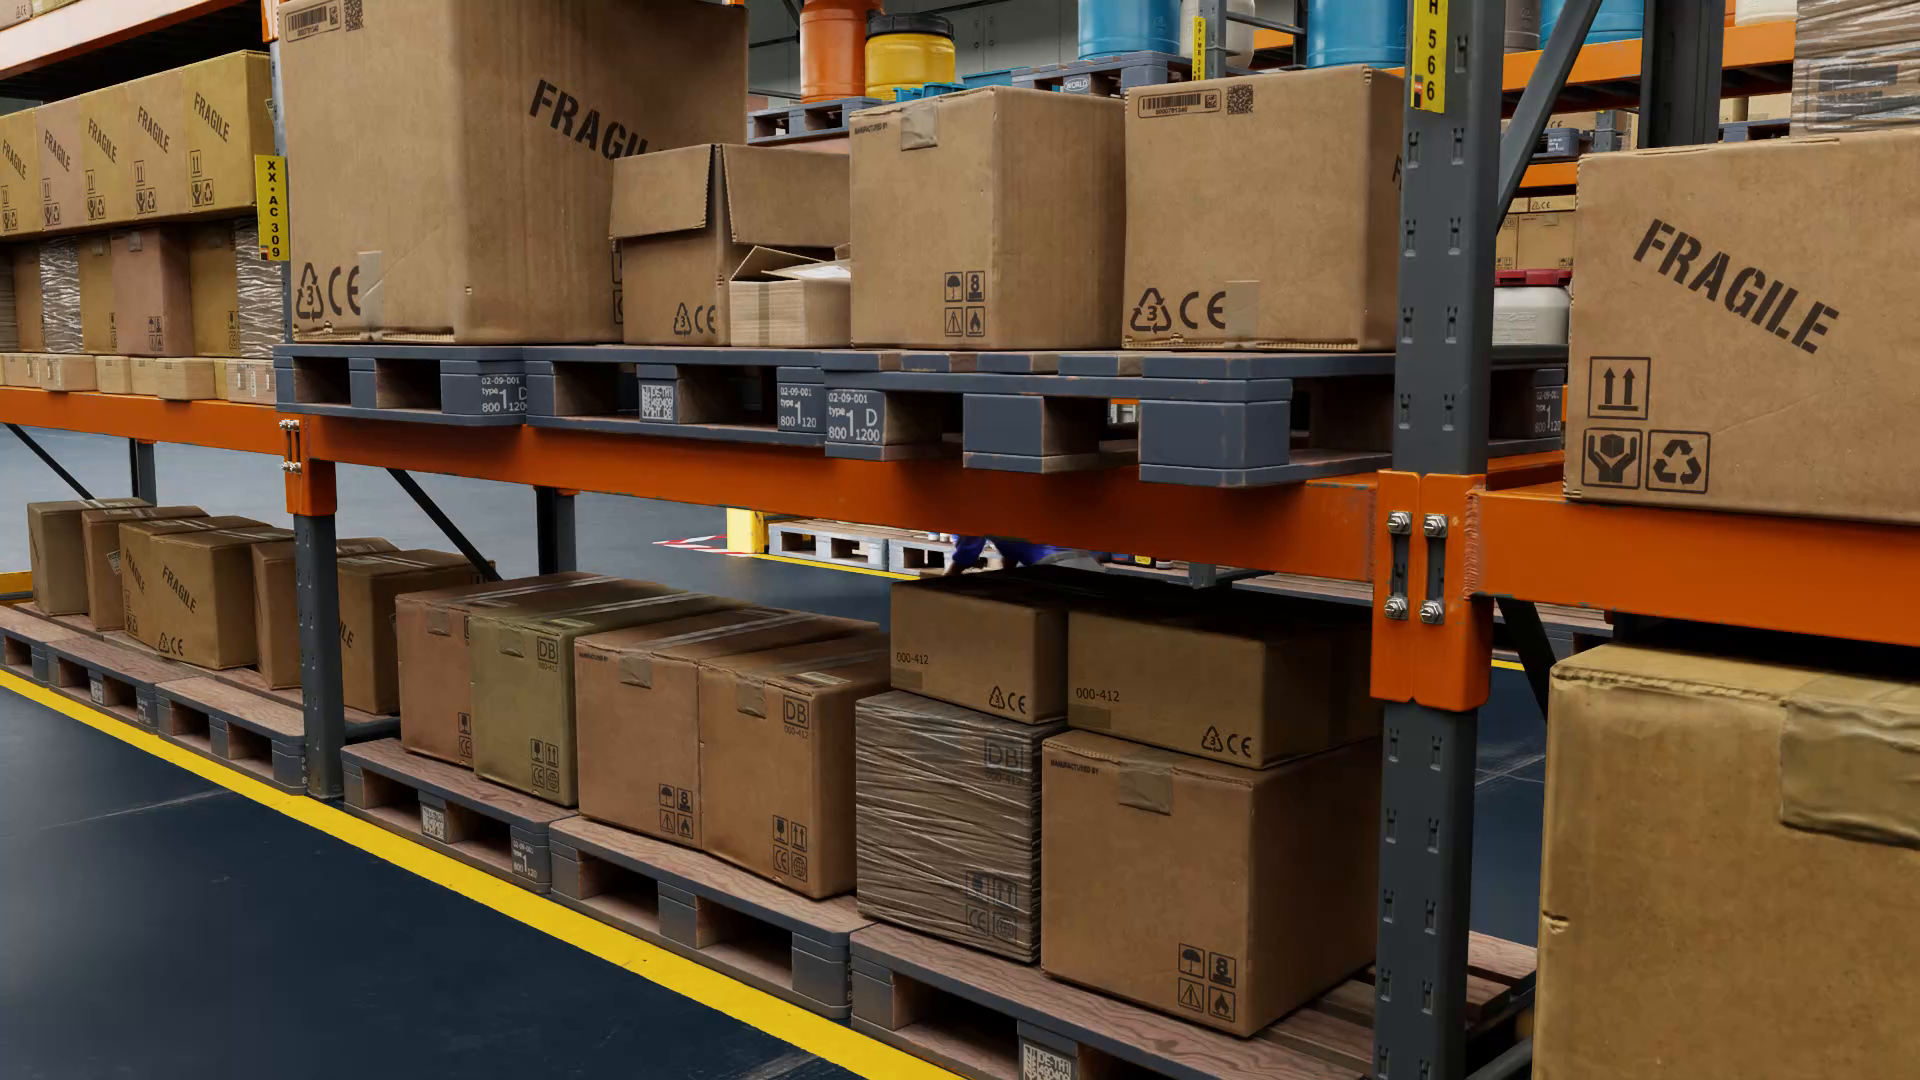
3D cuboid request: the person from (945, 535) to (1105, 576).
[{"bbox_3d":[0.248,0.159,7.415,0.820,0.946,0.486,7,10,43],"label":"person"}]
